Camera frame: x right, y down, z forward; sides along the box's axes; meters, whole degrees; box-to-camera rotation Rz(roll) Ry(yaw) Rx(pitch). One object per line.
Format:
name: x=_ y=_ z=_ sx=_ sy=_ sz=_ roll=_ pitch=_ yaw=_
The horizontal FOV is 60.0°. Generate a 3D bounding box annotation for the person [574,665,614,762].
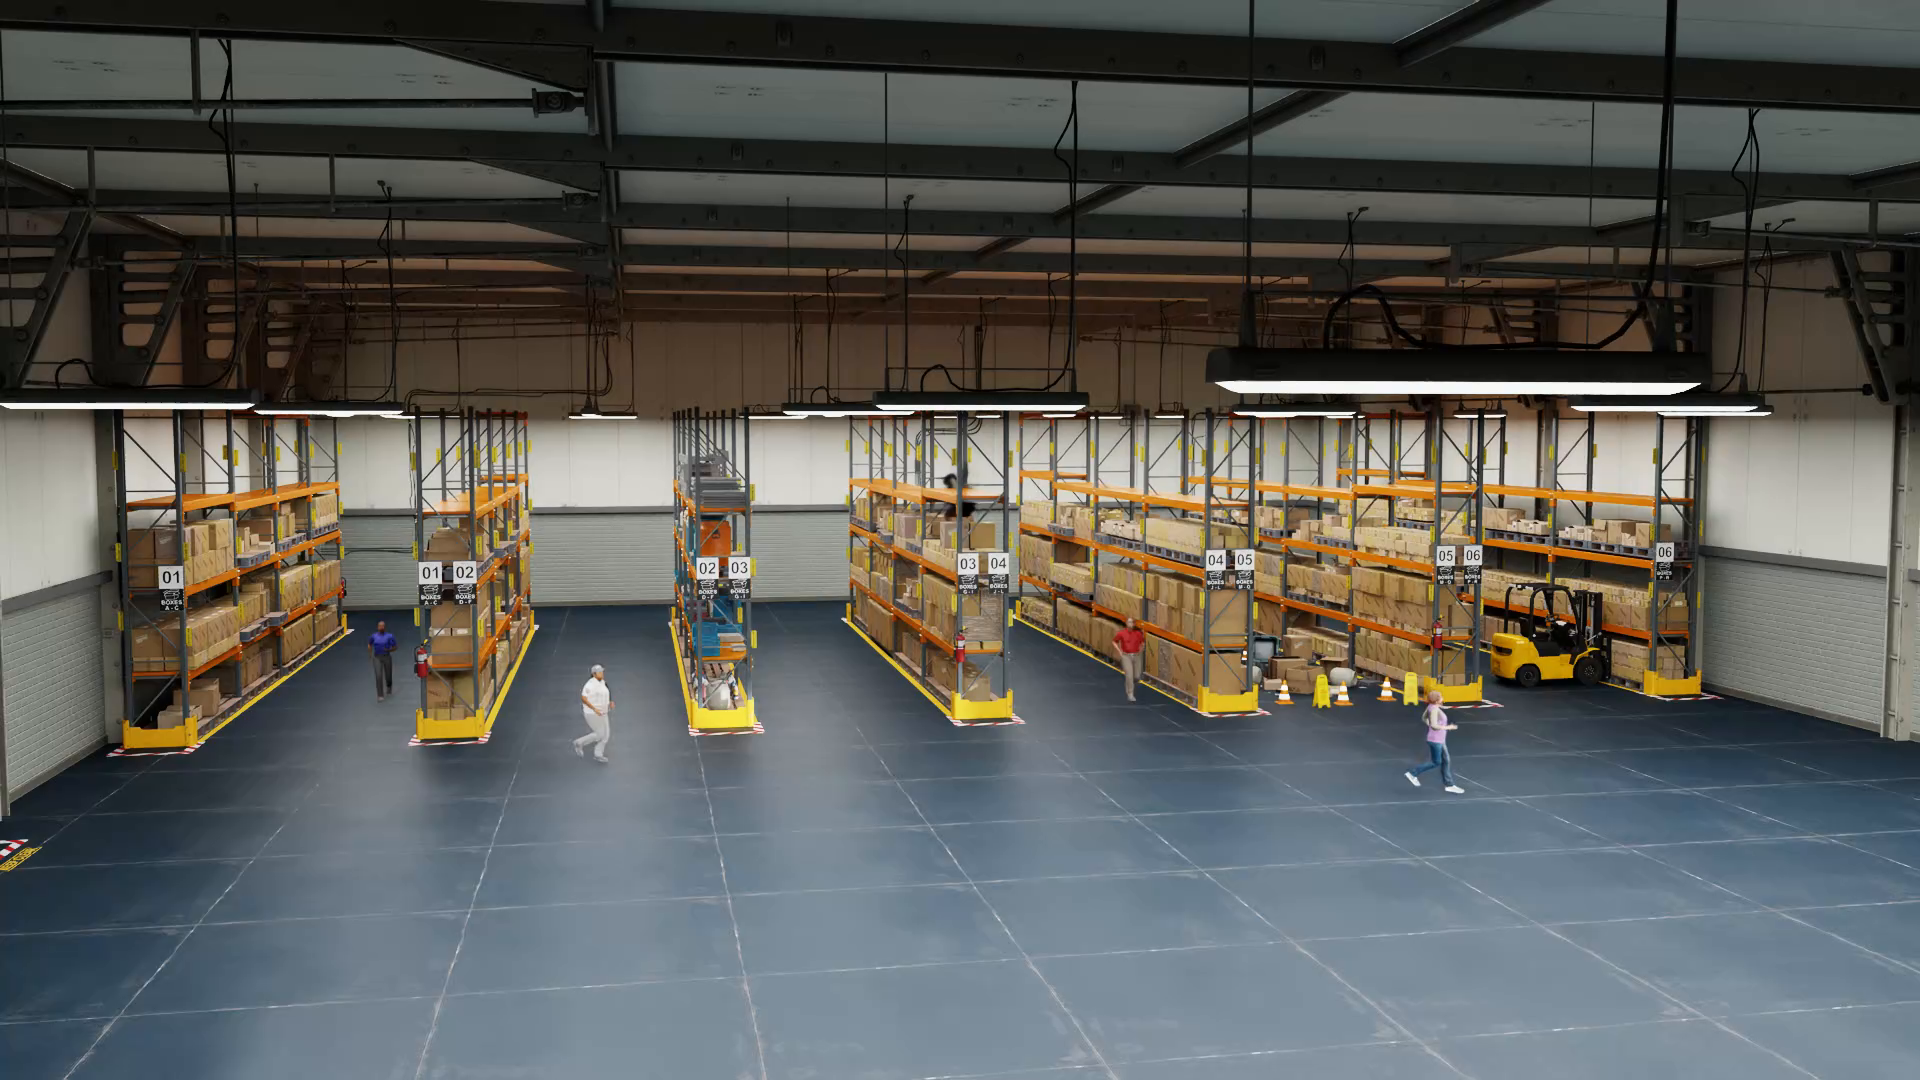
person: x=-6.168 y=2.923 z=28.090 sx=0.603 sy=1.644 sz=0.603 roll=1 pitch=4 yaw=15

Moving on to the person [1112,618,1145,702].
person: x=3.493 y=2.440 z=34.268 sx=0.675 sy=1.688 sz=0.830 roll=-1 pitch=4 yaw=-14

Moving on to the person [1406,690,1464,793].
person: x=7.308 y=3.090 z=25.552 sx=0.867 sy=1.574 sz=0.541 roll=1 pitch=4 yaw=18

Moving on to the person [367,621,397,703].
person: x=-11.865 y=2.478 z=34.156 sx=0.587 sy=1.615 sz=0.871 roll=-1 pitch=4 yaw=-16
